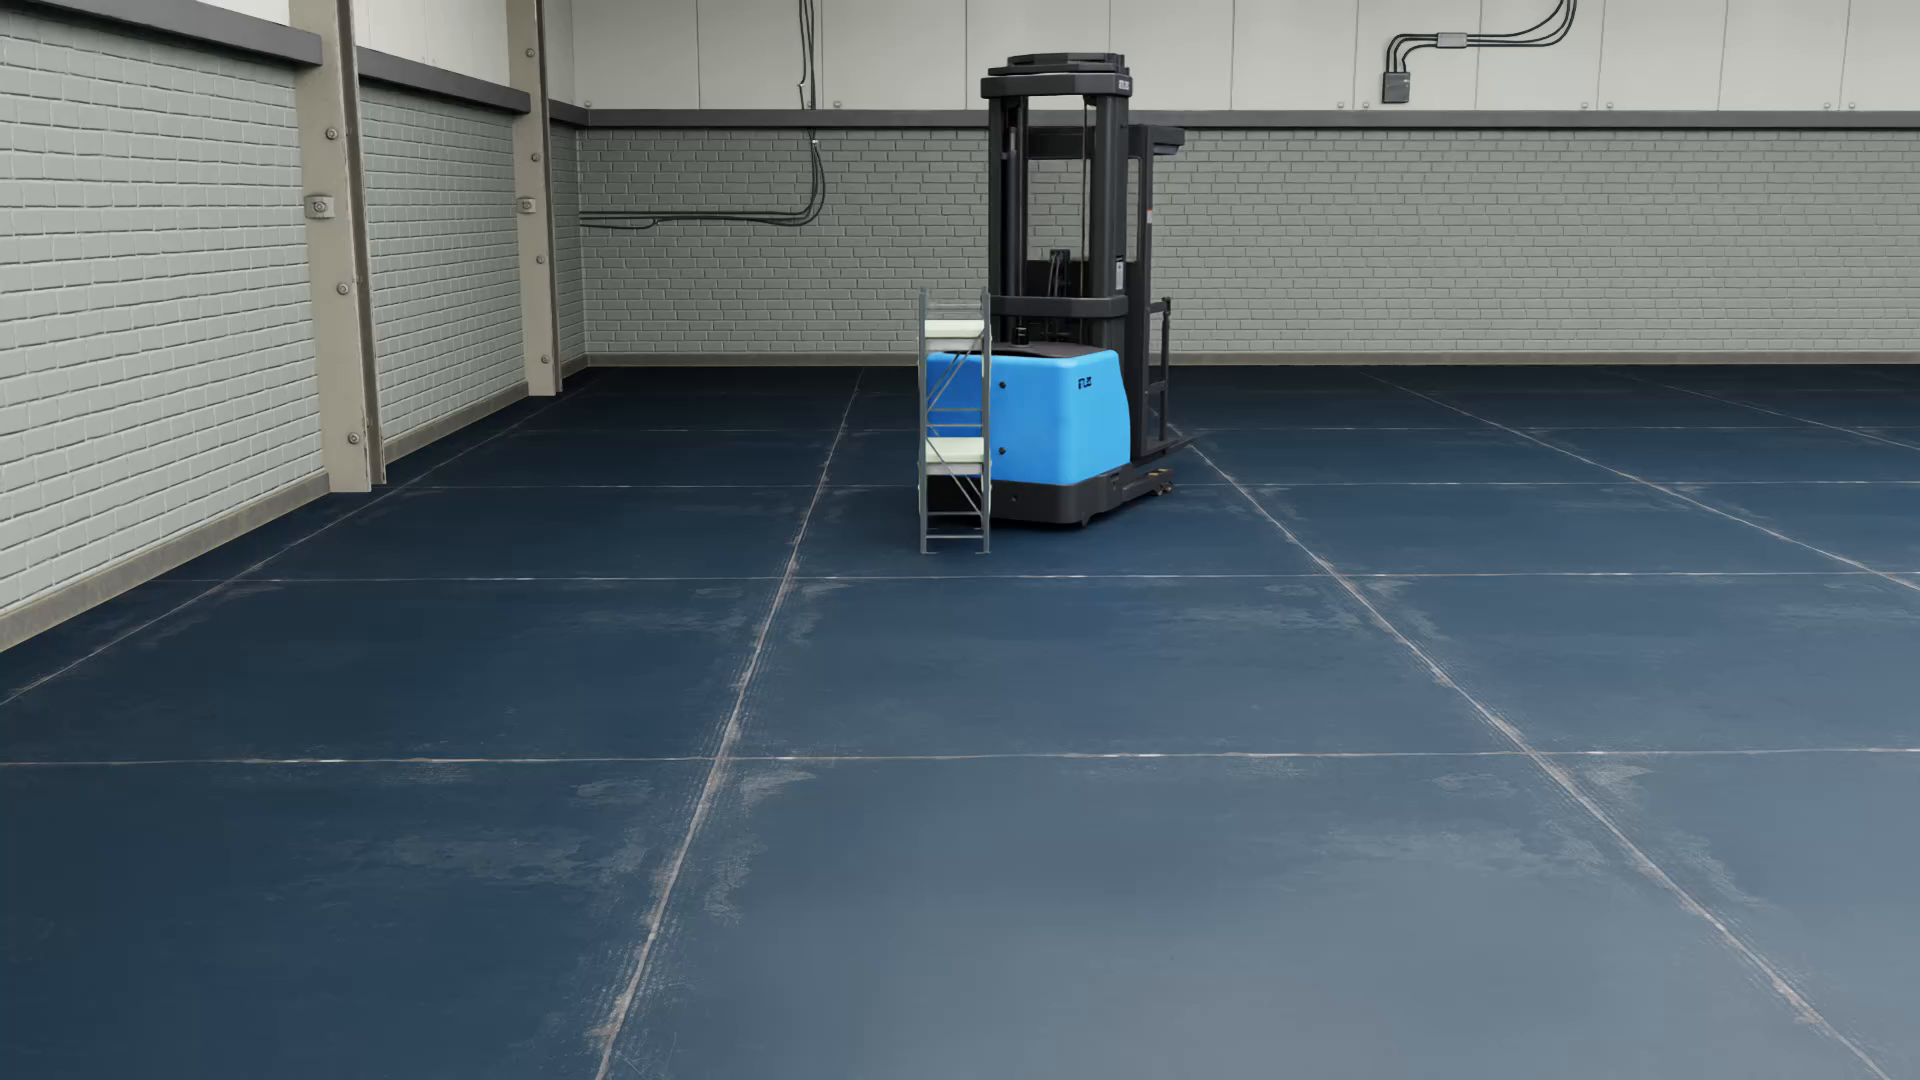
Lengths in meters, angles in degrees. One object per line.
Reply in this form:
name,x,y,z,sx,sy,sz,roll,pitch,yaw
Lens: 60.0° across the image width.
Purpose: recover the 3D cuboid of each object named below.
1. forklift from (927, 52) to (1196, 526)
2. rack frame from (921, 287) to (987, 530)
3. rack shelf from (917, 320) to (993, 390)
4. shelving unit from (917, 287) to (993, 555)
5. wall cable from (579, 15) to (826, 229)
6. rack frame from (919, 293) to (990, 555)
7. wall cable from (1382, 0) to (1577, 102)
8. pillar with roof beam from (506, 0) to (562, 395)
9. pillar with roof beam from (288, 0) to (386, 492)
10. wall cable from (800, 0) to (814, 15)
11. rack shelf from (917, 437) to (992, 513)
forklift,0.865,-1.774,11.432,1.130,2.935,3.031,5,13,25
rack frame,-0.034,-0.799,10.224,0.400,1.500,0.023,0,11,0
rack shelf,-0.032,-1.108,9.787,0.431,0.370,0.720,0,11,0
shelving unit,-0.032,-0.726,9.865,0.431,1.500,0.755,0,11,0
wall cable,-3.189,-5.049,20.123,3.097,2.526,0.112,0,11,-1
rack frame,-0.030,-0.653,9.506,0.400,1.500,0.023,0,11,0
wall cable,6.302,-8.273,19.653,2.305,6.003,0.169,0,11,-1
pillar with roof beam,-0.146,-5.997,16.988,9.100,9.000,0.400,0,11,-1
pillar with roof beam,-0.022,-4.805,11.109,9.100,9.000,0.400,0,11,-1
wall cable,-0.485,-7.535,19.676,3.097,2.526,0.112,0,11,-1
rack shelf,-0.032,-0.406,9.930,0.431,0.370,0.720,0,11,0
